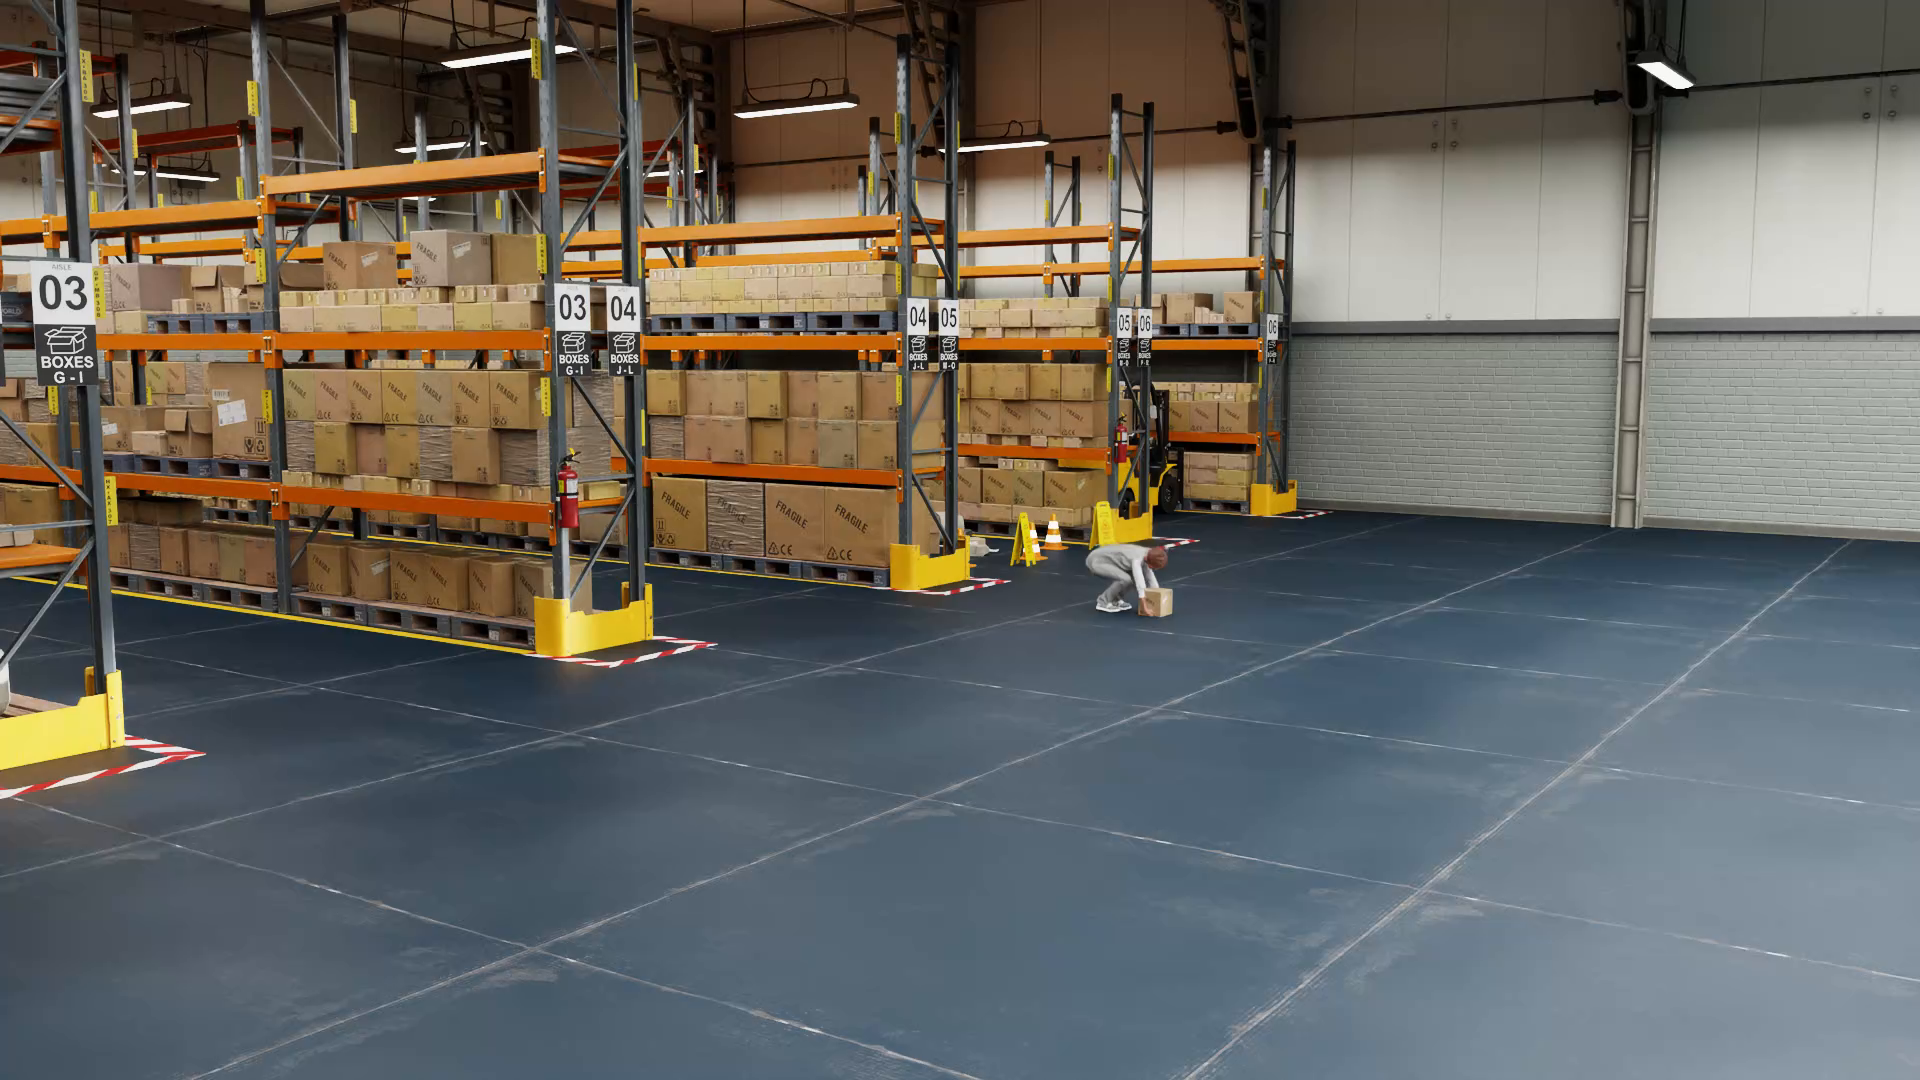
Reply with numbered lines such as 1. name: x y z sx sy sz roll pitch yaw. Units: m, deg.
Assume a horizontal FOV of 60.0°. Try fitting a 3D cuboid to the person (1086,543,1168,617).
1. person: 1.691 0.398 16.829 0.869 0.714 0.420 4 8 32
